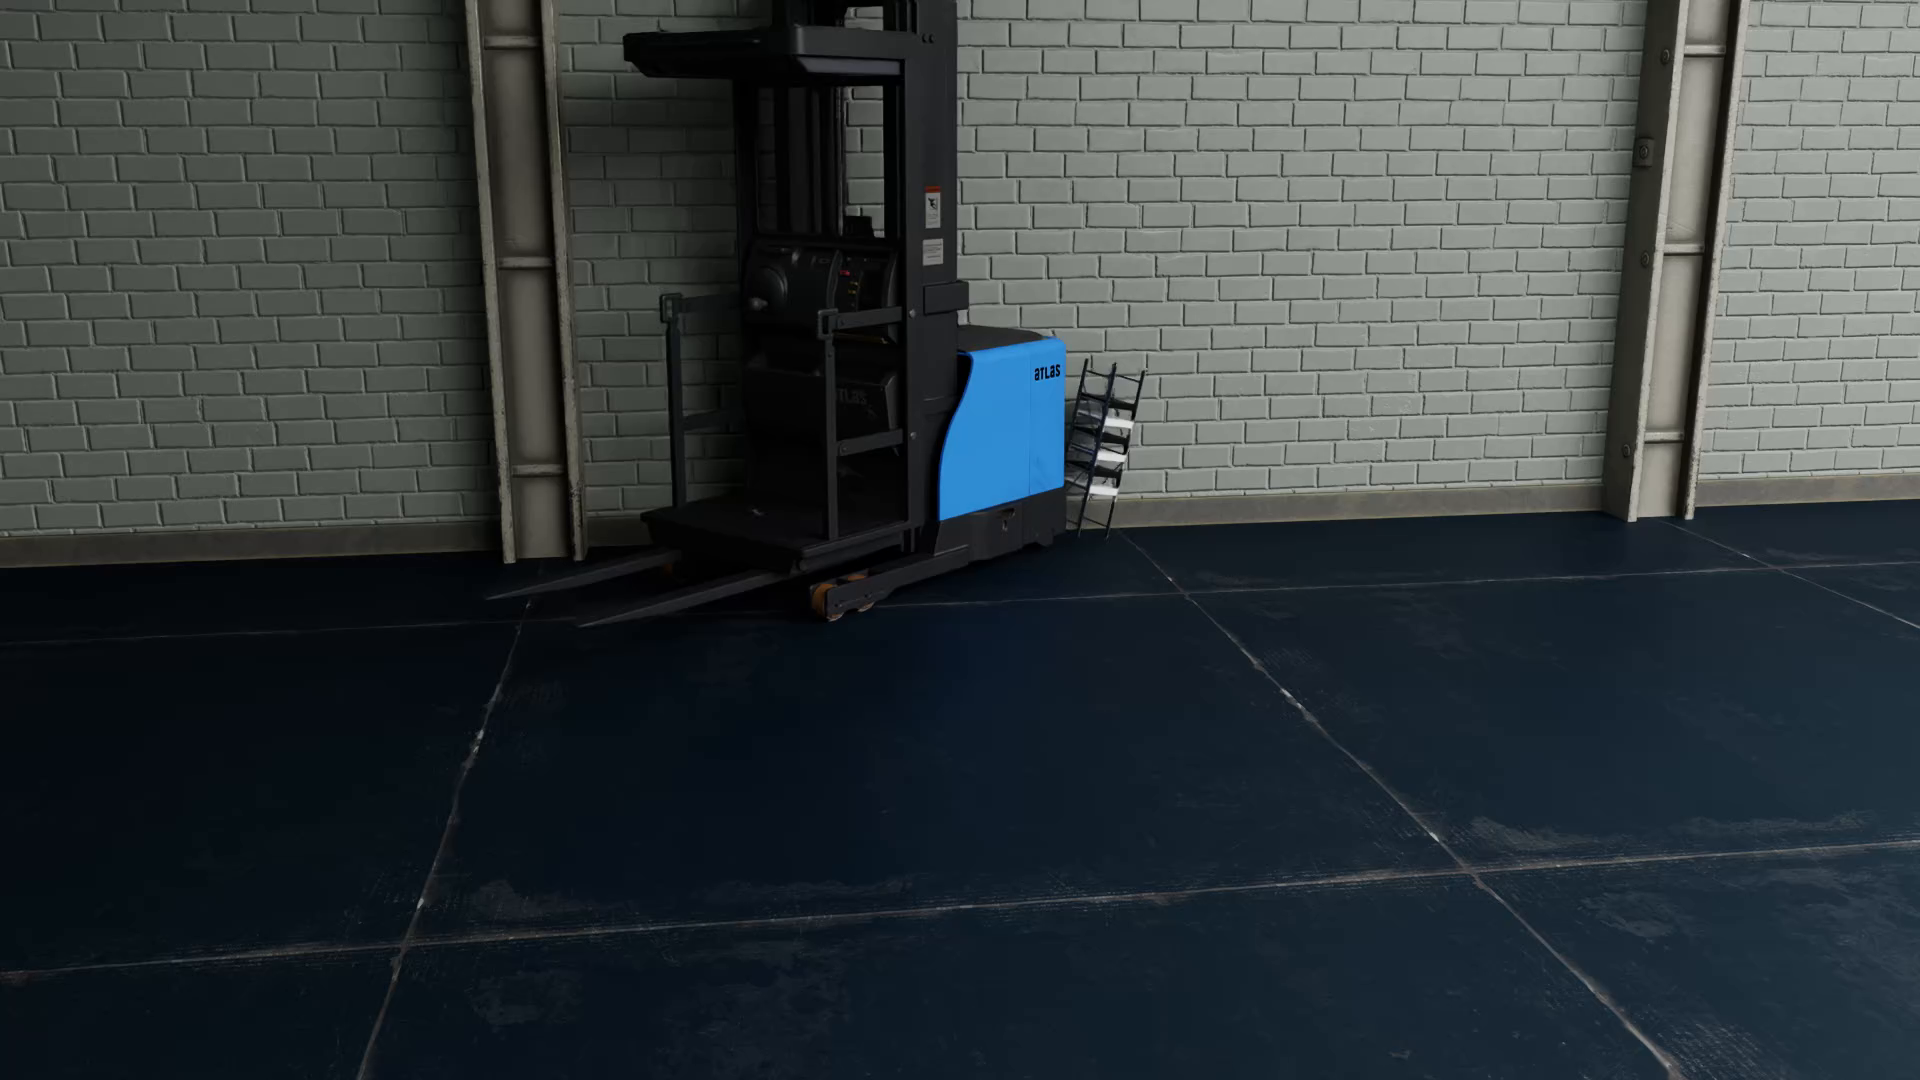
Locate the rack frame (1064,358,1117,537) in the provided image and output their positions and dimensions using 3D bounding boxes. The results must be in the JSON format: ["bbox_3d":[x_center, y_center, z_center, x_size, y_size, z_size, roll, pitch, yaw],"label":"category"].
[{"bbox_3d":[0.633,-0.479,8.606,0.006,0.900,0.240,3,14,-39],"label":"rack frame"}]

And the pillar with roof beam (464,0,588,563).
[{"bbox_3d":[-1.456,-3.258,3.212,0.400,9.000,9.100,-2,14,-8],"label":"pillar with roof beam"}]

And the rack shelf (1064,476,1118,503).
[{"bbox_3d":[0.669,-0.269,8.709,0.200,0.077,0.258,3,14,-39],"label":"rack shelf"}]

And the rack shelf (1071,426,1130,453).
[{"bbox_3d":[0.724,-0.529,8.659,0.200,0.077,0.258,3,14,-39],"label":"rack shelf"}]

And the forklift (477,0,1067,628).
[{"bbox_3d":[-0.777,-1.203,7.494,1.130,2.935,3.031,11,18,38],"label":"forklift"}]

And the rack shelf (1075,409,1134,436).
[{"bbox_3d":[0.742,-0.615,8.643,0.200,0.077,0.258,3,14,-39],"label":"rack shelf"}]

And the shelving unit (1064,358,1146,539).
[{"bbox_3d":[0.712,-0.474,8.670,0.210,0.900,0.258,3,14,-39],"label":"shelving unit"}]

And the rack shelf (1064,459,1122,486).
[{"bbox_3d":[0.687,-0.355,8.692,0.200,0.077,0.258,3,14,-39],"label":"rack shelf"}]

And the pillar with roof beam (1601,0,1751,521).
[{"bbox_3d":[4.477,-3.475,4.079,0.400,9.000,9.100,-2,14,-8],"label":"pillar with roof beam"}]

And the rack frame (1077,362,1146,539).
[{"bbox_3d":[0.791,-0.470,8.733,0.006,0.900,0.240,3,14,-39],"label":"rack frame"}]

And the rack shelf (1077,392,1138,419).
[{"bbox_3d":[0.760,-0.702,8.626,0.200,0.077,0.258,3,14,-39],"label":"rack shelf"}]

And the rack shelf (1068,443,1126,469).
[{"bbox_3d":[0.705,-0.442,8.676,0.200,0.077,0.258,3,14,-39],"label":"rack shelf"}]
